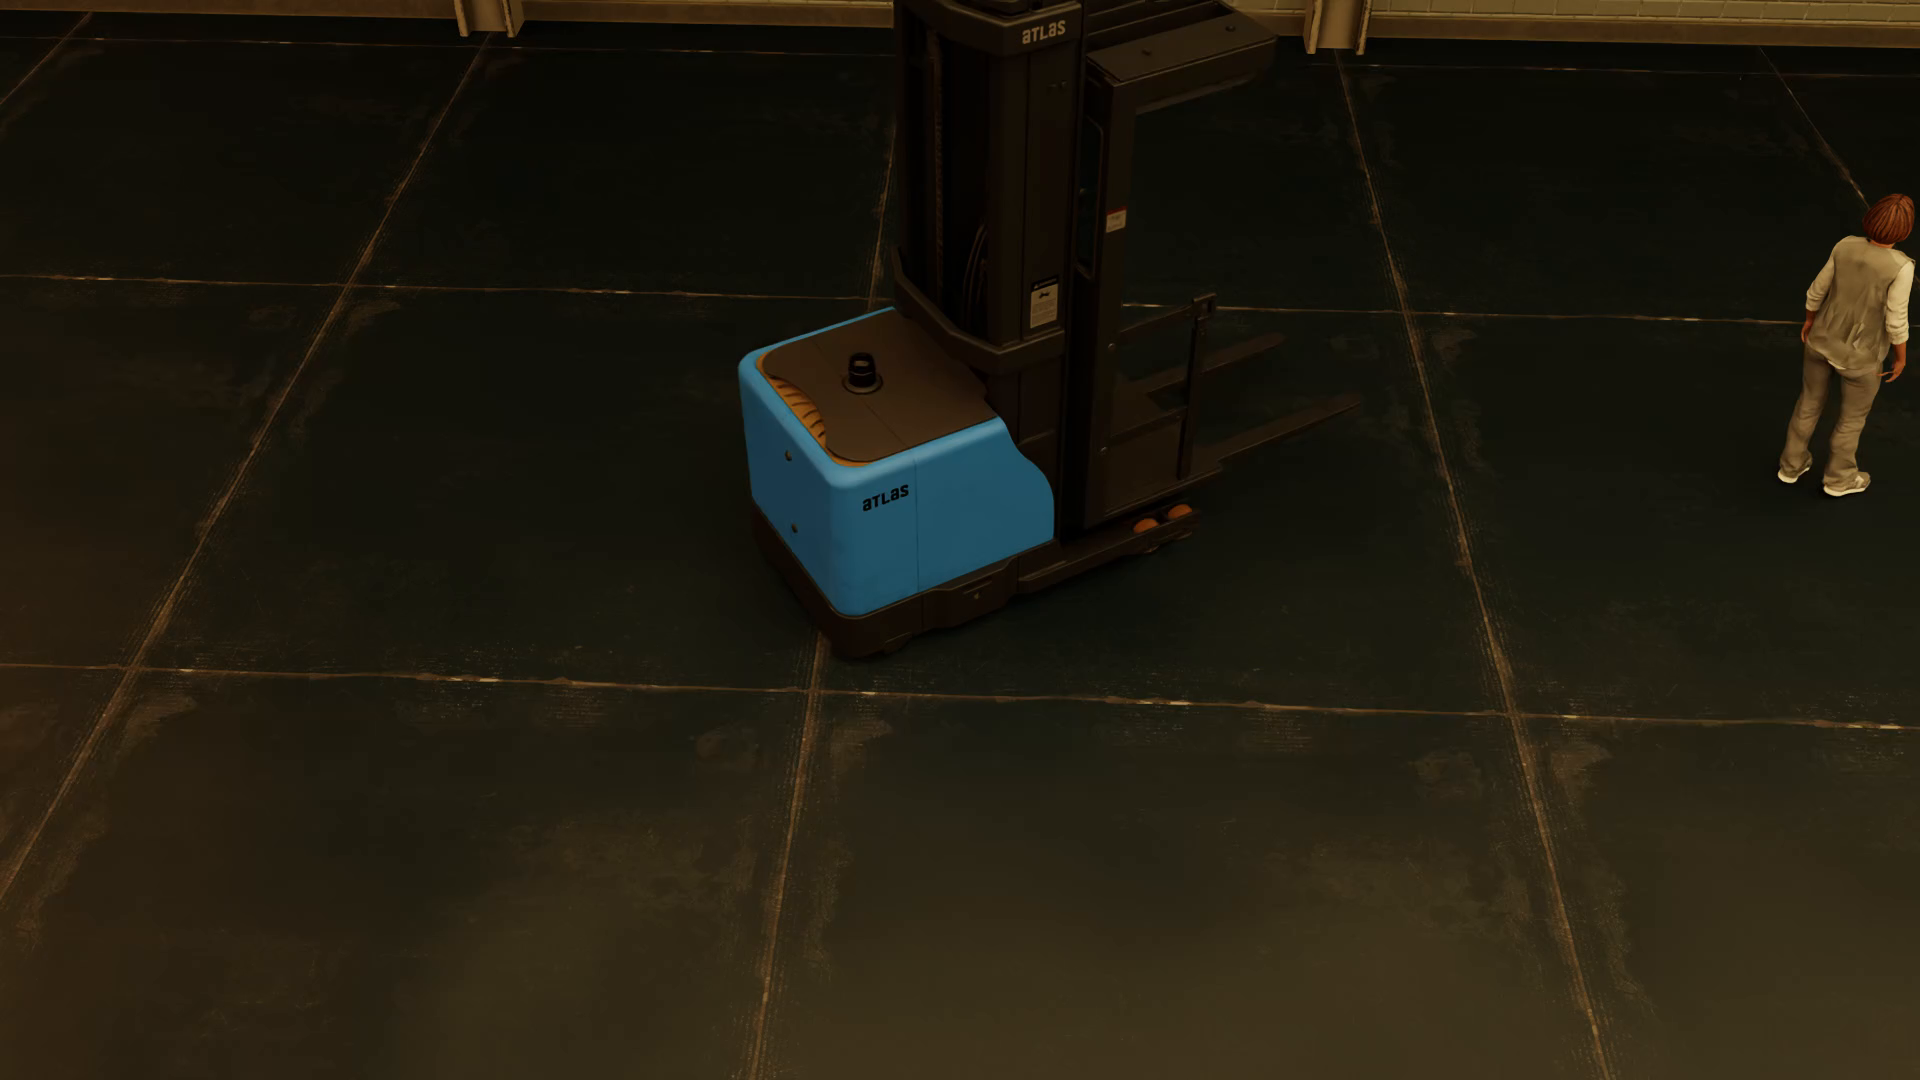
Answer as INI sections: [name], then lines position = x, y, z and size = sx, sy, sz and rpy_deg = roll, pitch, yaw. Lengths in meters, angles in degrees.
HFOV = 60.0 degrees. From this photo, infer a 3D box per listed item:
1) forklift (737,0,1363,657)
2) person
[forklift]
position = 0.554, -1.308, 7.175
size = 3.031, 2.935, 1.130
rpy_deg = -21, 47, -22
[person]
position = 4.165, -0.911, 7.721
size = 0.471, 1.599, 0.517
rpy_deg = -25, 48, -25
